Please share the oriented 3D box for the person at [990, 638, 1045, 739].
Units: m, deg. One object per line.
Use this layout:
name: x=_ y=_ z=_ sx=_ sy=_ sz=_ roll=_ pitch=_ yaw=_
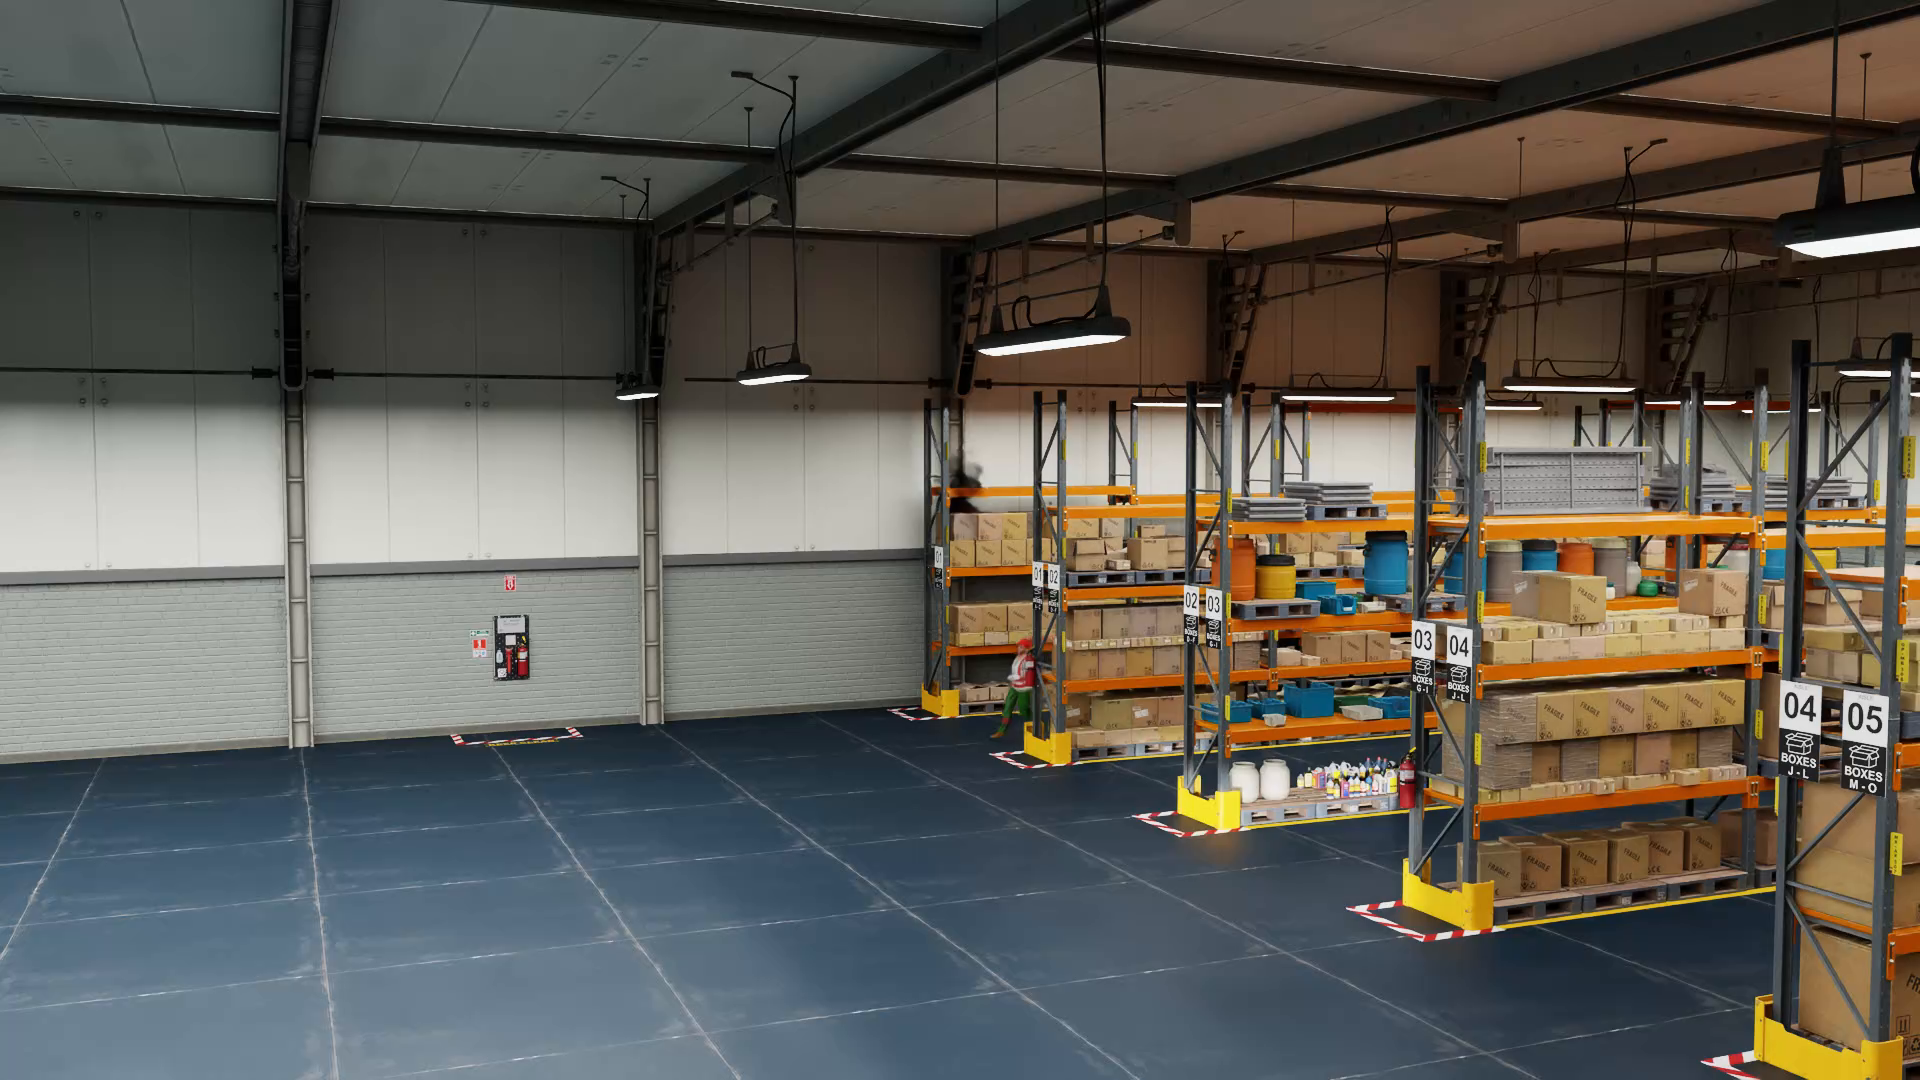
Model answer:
person: x=1.052 y=2.558 z=28.632 sx=1.019 sy=1.748 sz=0.710 roll=-2 pitch=4 yaw=-28
